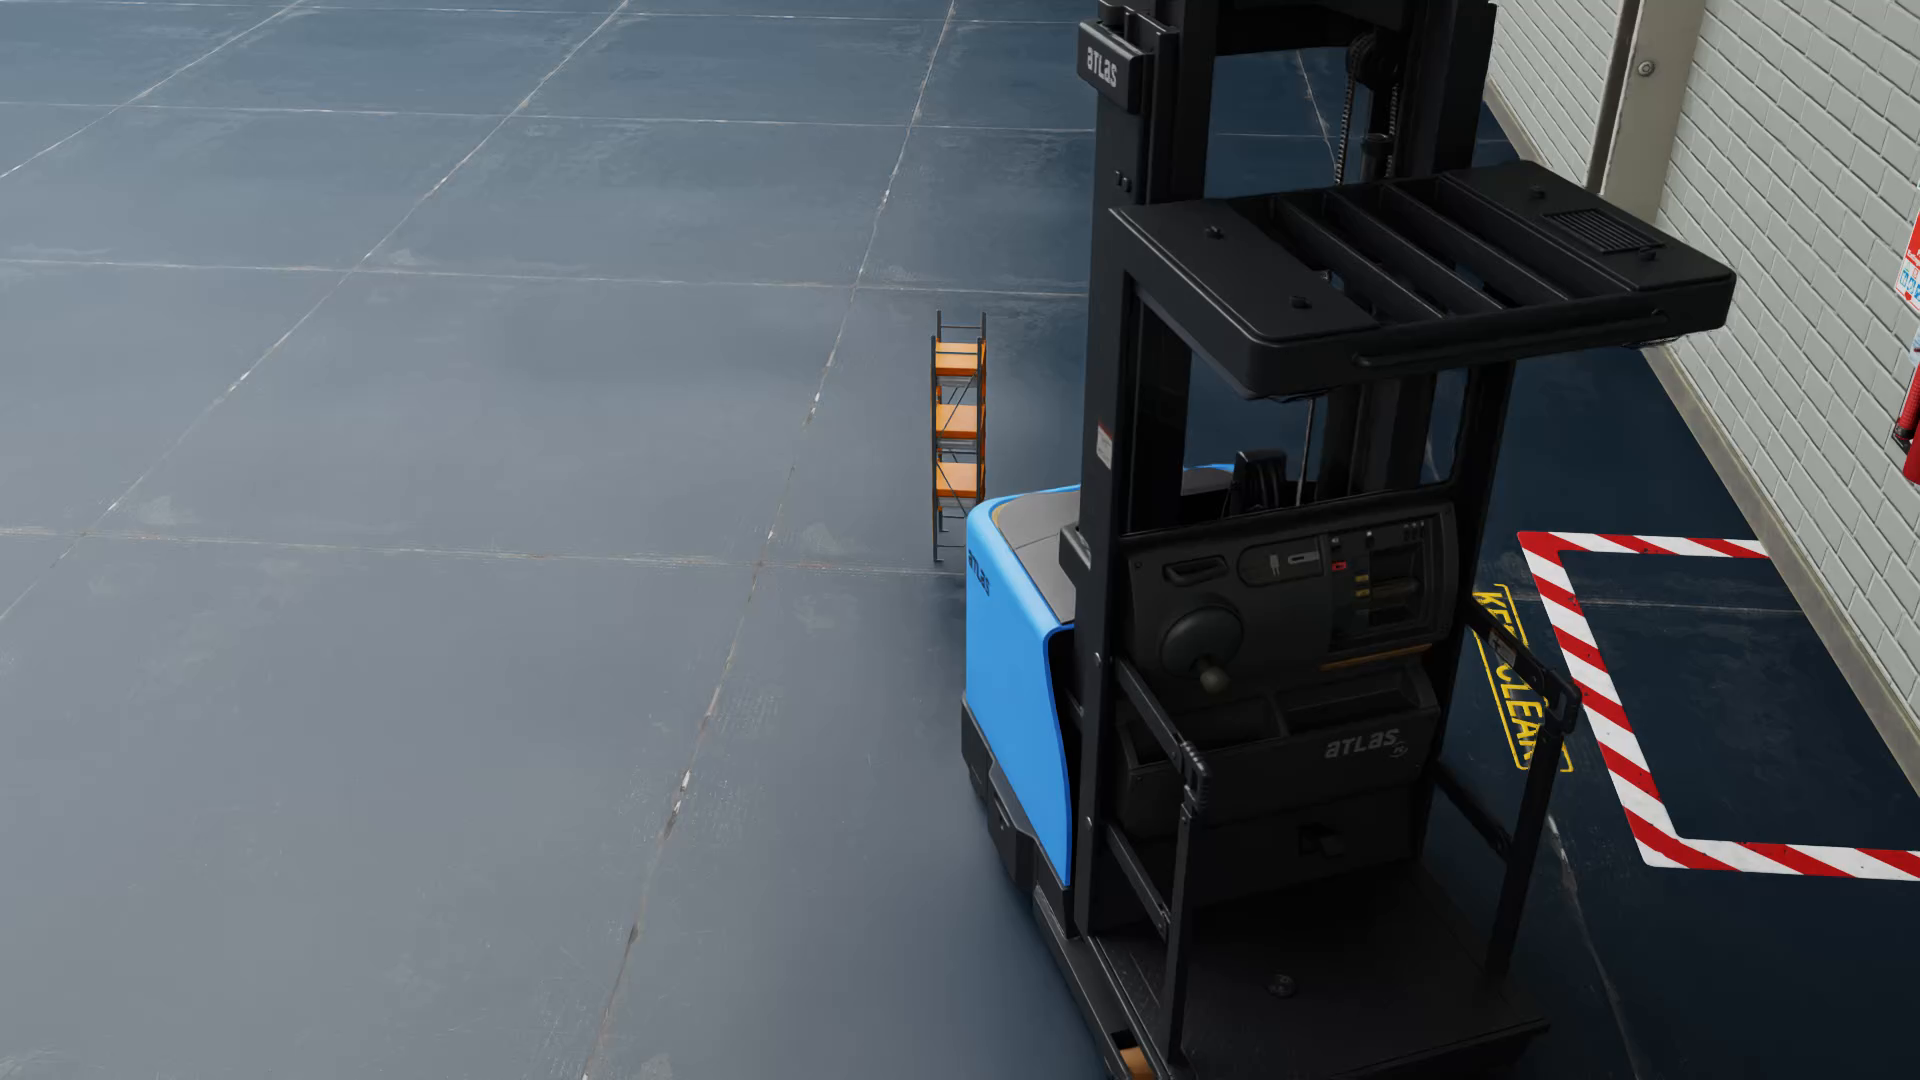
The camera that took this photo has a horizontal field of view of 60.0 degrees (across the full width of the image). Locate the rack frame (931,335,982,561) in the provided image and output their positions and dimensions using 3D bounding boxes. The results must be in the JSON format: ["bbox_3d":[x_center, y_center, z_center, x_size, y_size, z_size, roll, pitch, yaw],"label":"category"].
[{"bbox_3d":[-0.014,-0.355,6.826,0.200,1.050,0.008,2,32,4],"label":"rack frame"}]

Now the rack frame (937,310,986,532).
[{"bbox_3d":[0.006,-0.483,7.033,0.200,1.050,0.008,2,32,4],"label":"rack frame"}]

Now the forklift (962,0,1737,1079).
[{"bbox_3d":[0.938,0.200,4.133,1.130,2.935,3.031,-9,33,-15],"label":"forklift"}]

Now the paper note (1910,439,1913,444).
[{"bbox_3d":[3.399,-0.427,5.923,0.016,0.148,0.142,2,32,4],"label":"paper note"}]

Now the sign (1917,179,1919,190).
[{"bbox_3d":[3.454,-1.236,5.857,0.001,0.109,0.331,2,32,4],"label":"sign"}]

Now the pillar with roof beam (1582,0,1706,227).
[{"bbox_3d":[-0.726,-5.297,7.268,9.100,9.000,0.400,2,32,4],"label":"pillar with roof beam"}]

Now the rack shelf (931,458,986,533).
[{"bbox_3d":[-0.004,-0.173,7.081,0.215,0.259,0.240,2,32,4],"label":"rack shelf"}]

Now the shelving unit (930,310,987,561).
[{"bbox_3d":[-0.004,-0.419,6.929,0.215,1.050,0.252,2,32,4],"label":"shelving unit"}]

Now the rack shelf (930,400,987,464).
[{"bbox_3d":[-0.004,-0.410,6.935,0.215,0.259,0.240,2,32,4],"label":"rack shelf"}]

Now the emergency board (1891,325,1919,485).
[{"bbox_3d":[3.315,-0.712,5.547,0.194,1.169,0.643,2,32,4],"label":"emergency board"}]

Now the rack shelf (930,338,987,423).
[{"bbox_3d":[-0.004,-0.652,6.786,0.215,0.259,0.240,2,32,4],"label":"rack shelf"}]

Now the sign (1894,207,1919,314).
[{"bbox_3d":[3.463,-1.012,6.000,0.001,0.329,0.234,2,32,4],"label":"sign"}]
